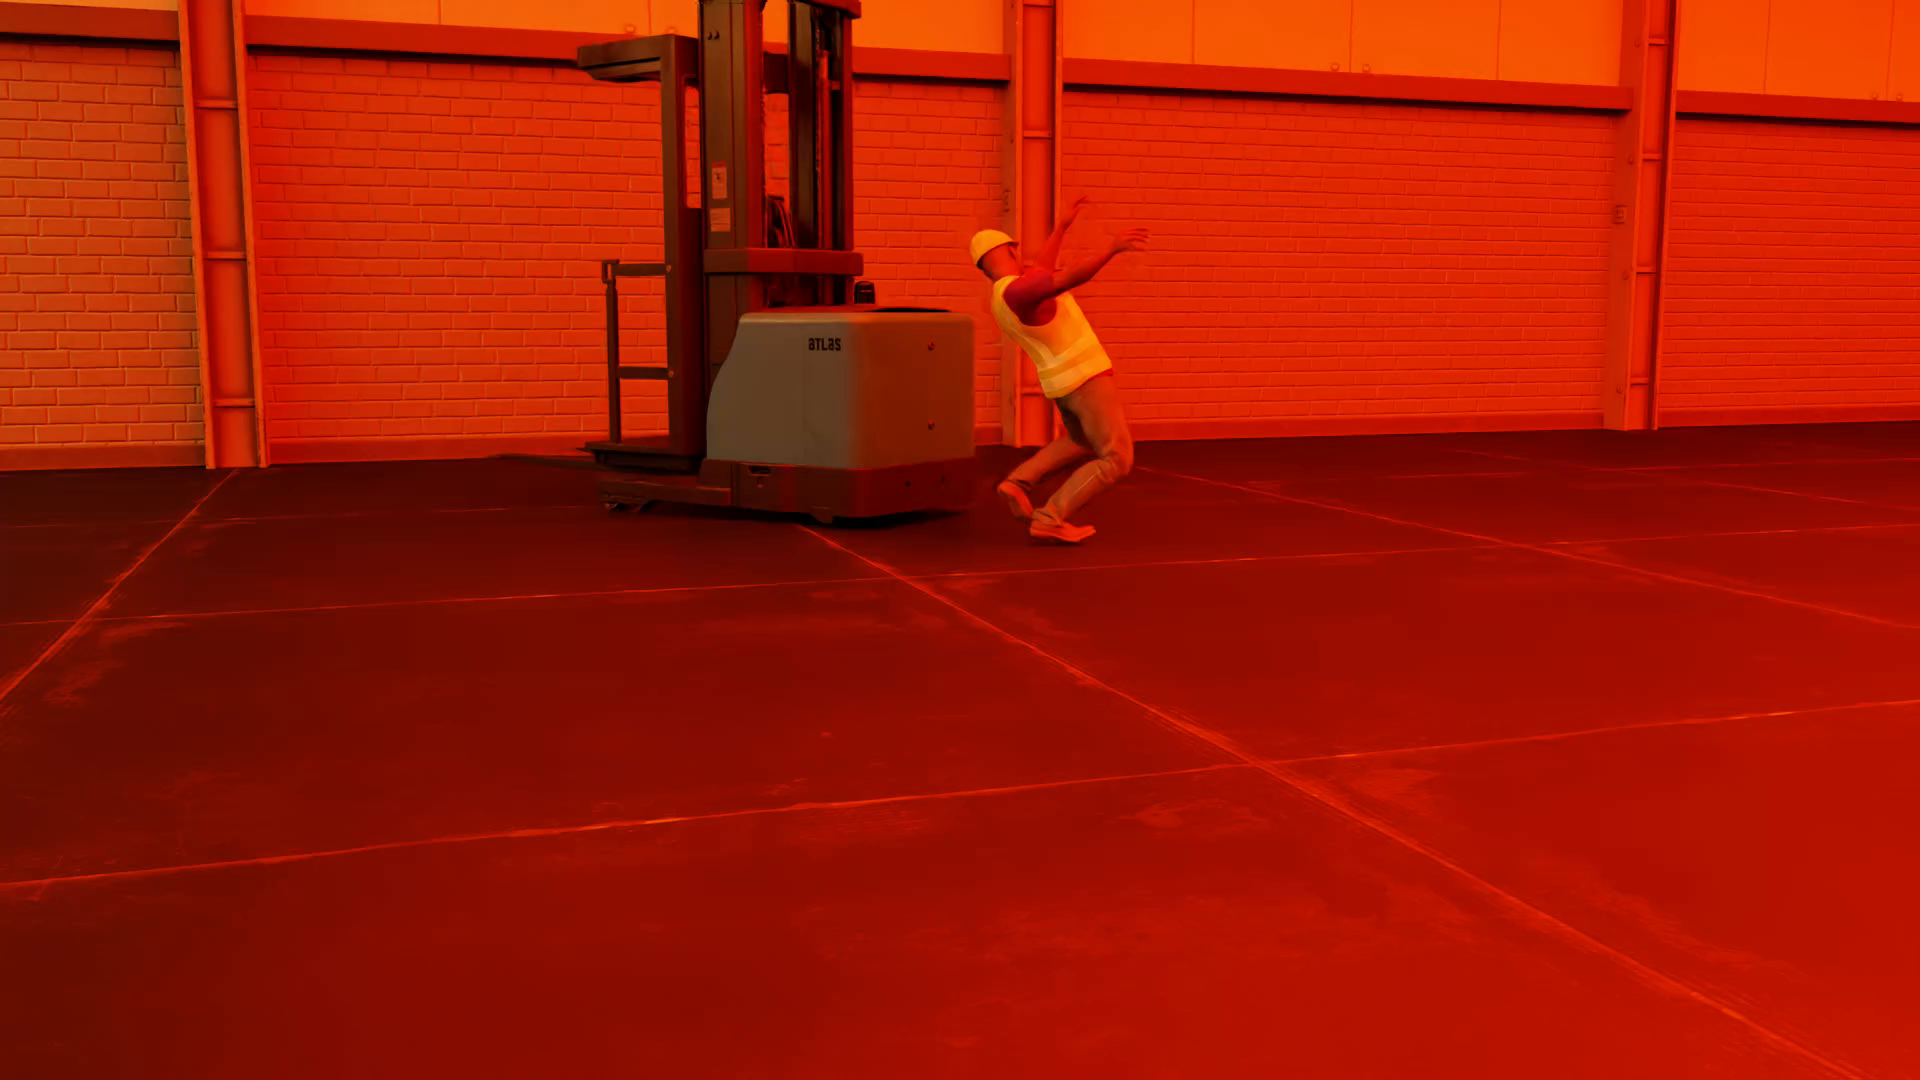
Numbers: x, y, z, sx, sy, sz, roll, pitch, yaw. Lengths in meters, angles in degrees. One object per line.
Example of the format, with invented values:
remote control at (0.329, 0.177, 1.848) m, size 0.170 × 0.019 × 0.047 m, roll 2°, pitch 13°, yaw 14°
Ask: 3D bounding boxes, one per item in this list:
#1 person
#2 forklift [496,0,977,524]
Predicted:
person at (0.446, -0.804, 7.703) m, size 0.707 × 1.628 × 1.085 m, roll -2°, pitch 8°, yaw -14°
forklift at (-1.394, -1.664, 9.280) m, size 3.031 × 2.935 × 1.130 m, roll 6°, pitch 10°, yaw 36°
